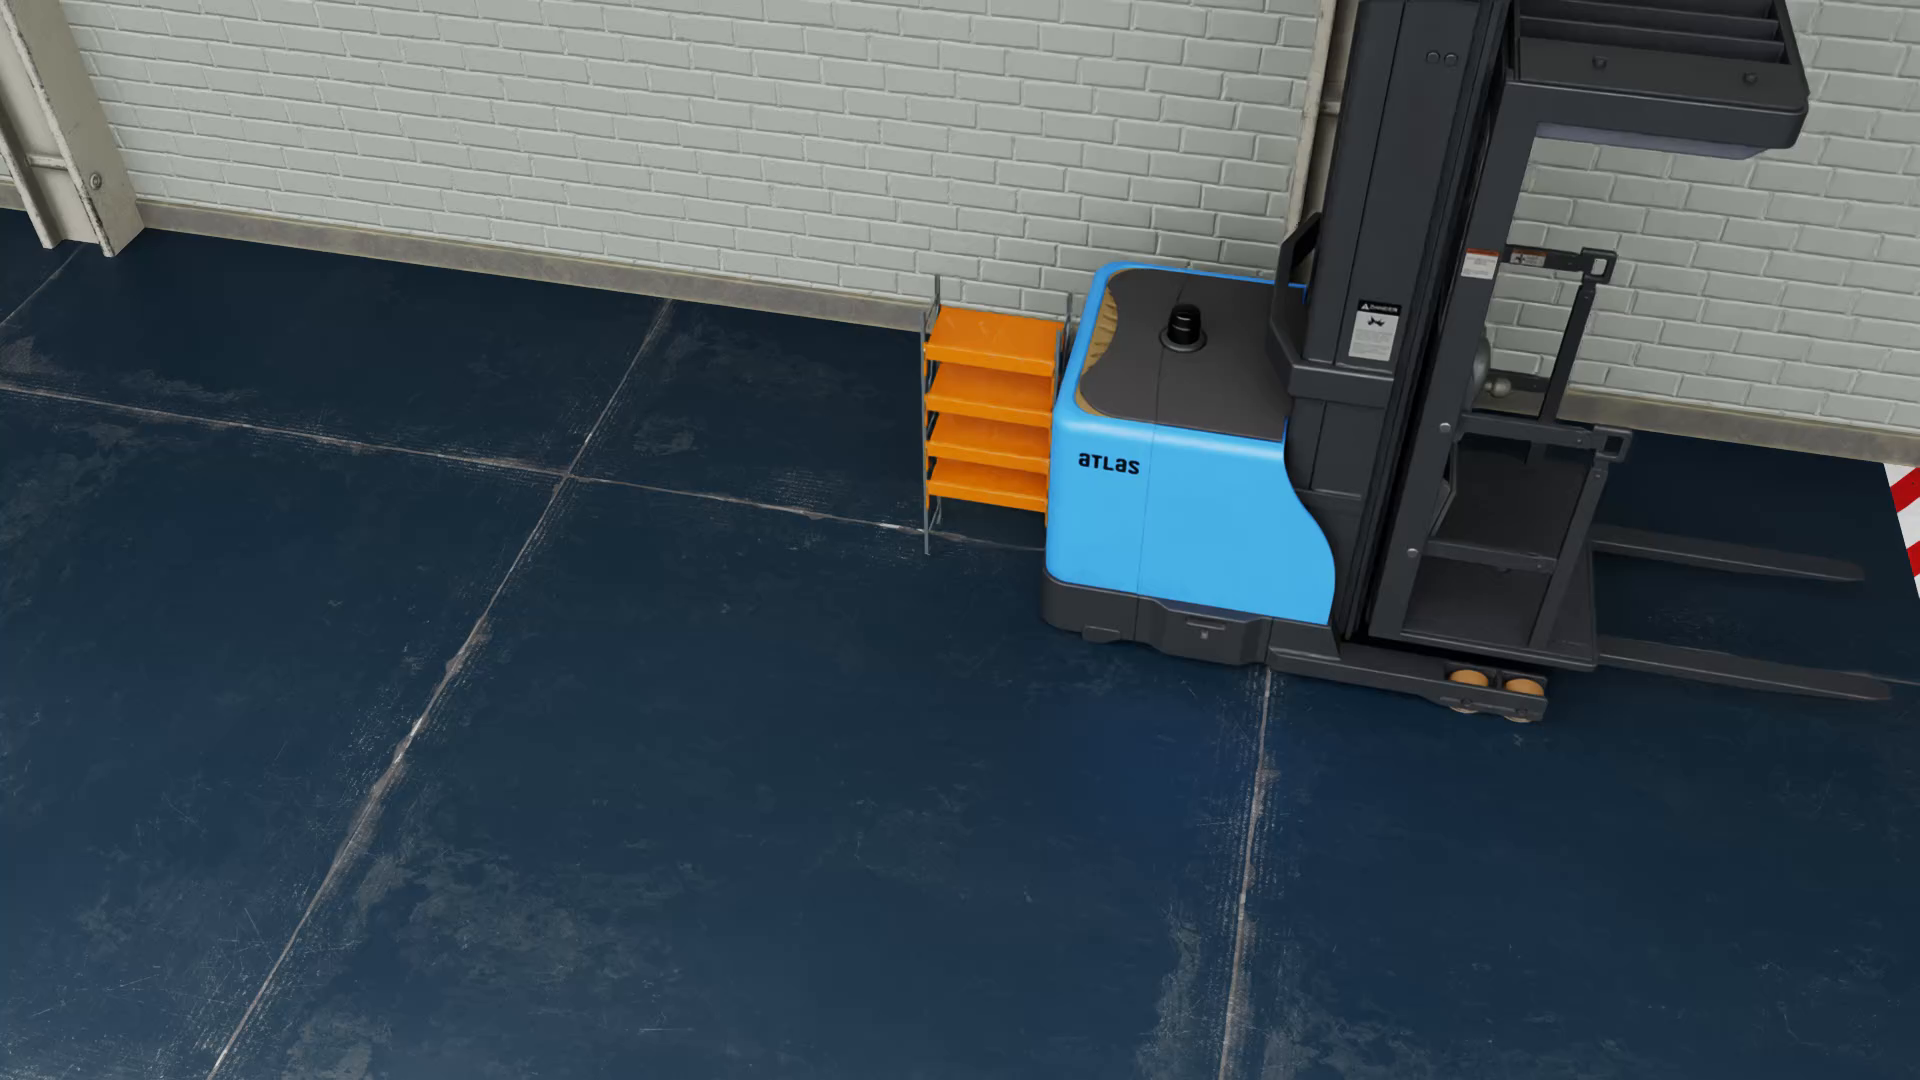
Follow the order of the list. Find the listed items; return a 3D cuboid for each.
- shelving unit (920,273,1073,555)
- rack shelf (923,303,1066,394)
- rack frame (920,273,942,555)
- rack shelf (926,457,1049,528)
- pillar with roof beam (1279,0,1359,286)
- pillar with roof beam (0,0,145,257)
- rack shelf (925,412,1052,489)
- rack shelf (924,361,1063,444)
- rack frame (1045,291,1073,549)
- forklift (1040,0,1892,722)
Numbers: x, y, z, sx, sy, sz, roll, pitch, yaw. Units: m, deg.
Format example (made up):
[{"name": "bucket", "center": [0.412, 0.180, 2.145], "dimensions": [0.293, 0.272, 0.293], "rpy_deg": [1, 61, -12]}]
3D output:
[{"name": "shelving unit", "center": [0.131, -0.414, 6.315], "dimensions": [0.503, 1.200, 0.258], "rpy_deg": [9, 45, 9]}, {"name": "rack shelf", "center": [0.131, -0.697, 6.042], "dimensions": [0.480, 0.148, 0.258], "rpy_deg": [9, 45, 9]}, {"name": "rack frame", "center": [-0.107, -0.452, 6.354], "dimensions": [0.015, 1.200, 0.240], "rpy_deg": [9, 45, 9]}, {"name": "rack shelf", "center": [0.131, -0.222, 6.499], "dimensions": [0.480, 0.148, 0.258], "rpy_deg": [9, 45, 9]}, {"name": "pillar with roof beam", "center": [0.582, -0.949, 1.247], "dimensions": [0.400, 9.000, 9.100], "rpy_deg": [9, 45, 9]}, {"name": "pillar with roof beam", "center": [-5.273, -1.858, 2.191], "dimensions": [0.400, 9.000, 9.100], "rpy_deg": [9, 45, 9]}, {"name": "rack shelf", "center": [0.131, -0.365, 6.361], "dimensions": [0.480, 0.148, 0.258], "rpy_deg": [9, 45, 9]}, {"name": "rack shelf", "center": [0.131, -0.526, 6.206], "dimensions": [0.480, 0.148, 0.258], "rpy_deg": [9, 45, 9]}, {"name": "rack frame", "center": [0.368, -0.375, 6.275], "dimensions": [0.015, 1.200, 0.240], "rpy_deg": [9, 45, 9]}, {"name": "forklift", "center": [1.878, -0.799, 5.467], "dimensions": [3.031, 2.935, 1.130], "rpy_deg": [9, 45, 9]}]
